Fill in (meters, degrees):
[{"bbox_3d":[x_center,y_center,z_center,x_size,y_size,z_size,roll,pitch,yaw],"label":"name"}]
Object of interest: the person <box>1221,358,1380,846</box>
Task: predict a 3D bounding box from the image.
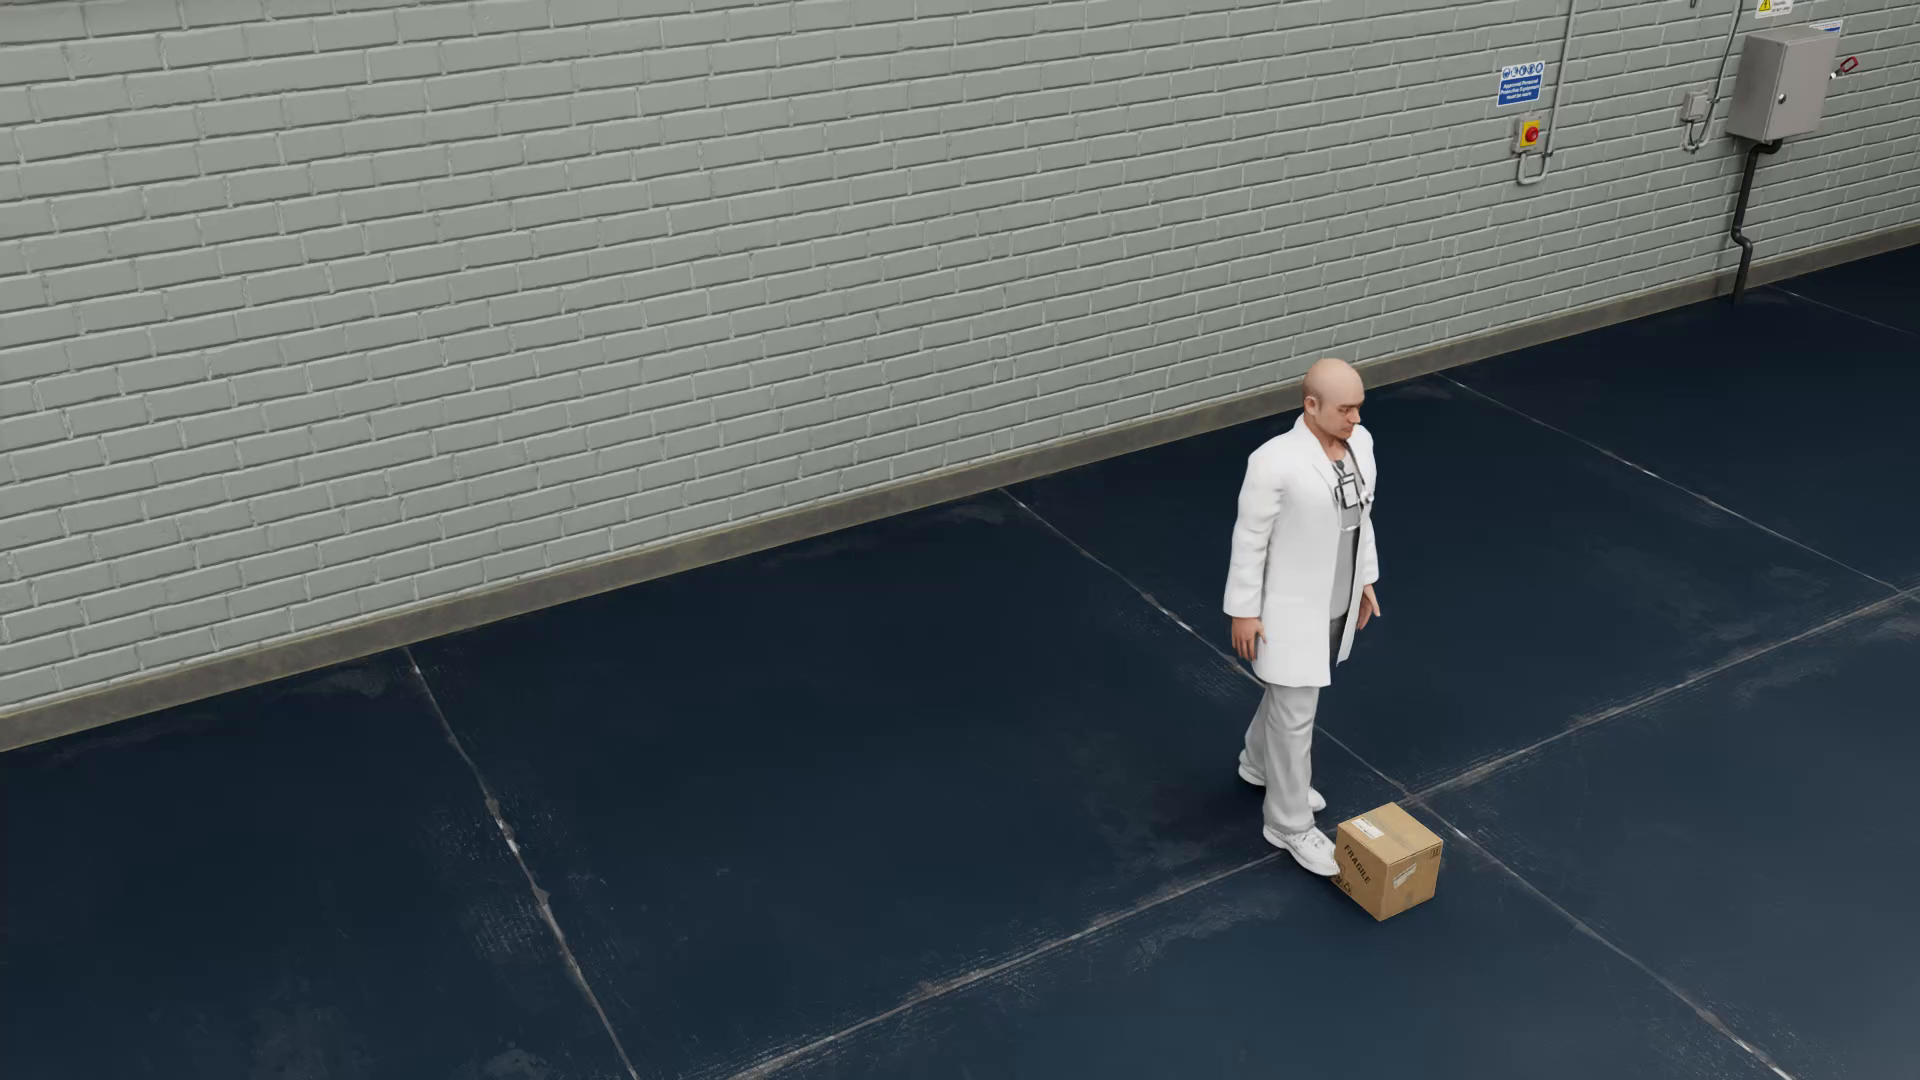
[{"bbox_3d":[1.215,0.220,5.742,0.562,1.778,0.391,-15,32,-25],"label":"person"}]
